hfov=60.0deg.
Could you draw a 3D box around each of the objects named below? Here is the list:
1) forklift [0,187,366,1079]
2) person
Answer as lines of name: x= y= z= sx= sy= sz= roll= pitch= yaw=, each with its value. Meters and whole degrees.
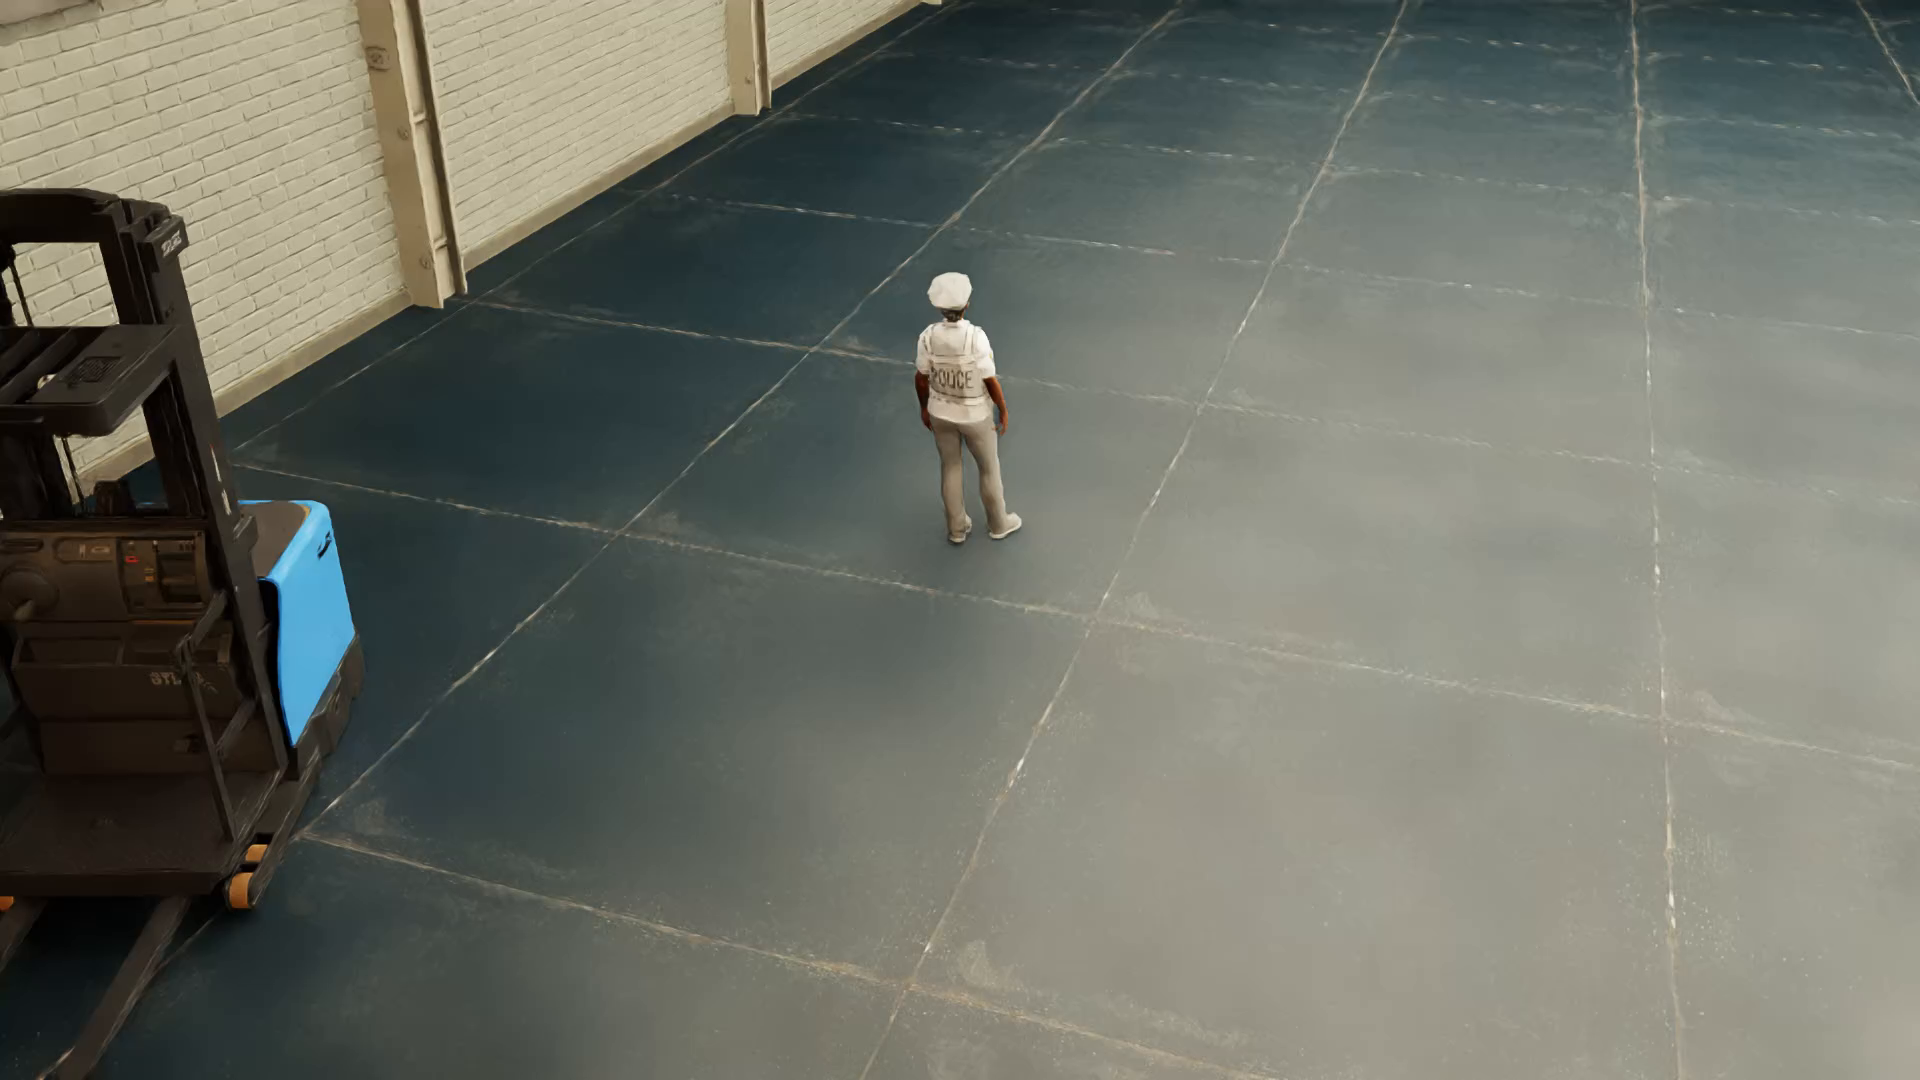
forklift: x=-3.618 y=0.191 z=6.801 sx=1.130 sy=2.935 sz=3.031 roll=-1 pitch=30 yaw=-1
person: x=0.043 y=-0.775 z=9.729 sx=0.570 sy=1.695 sz=0.529 roll=10 pitch=31 yaw=16
